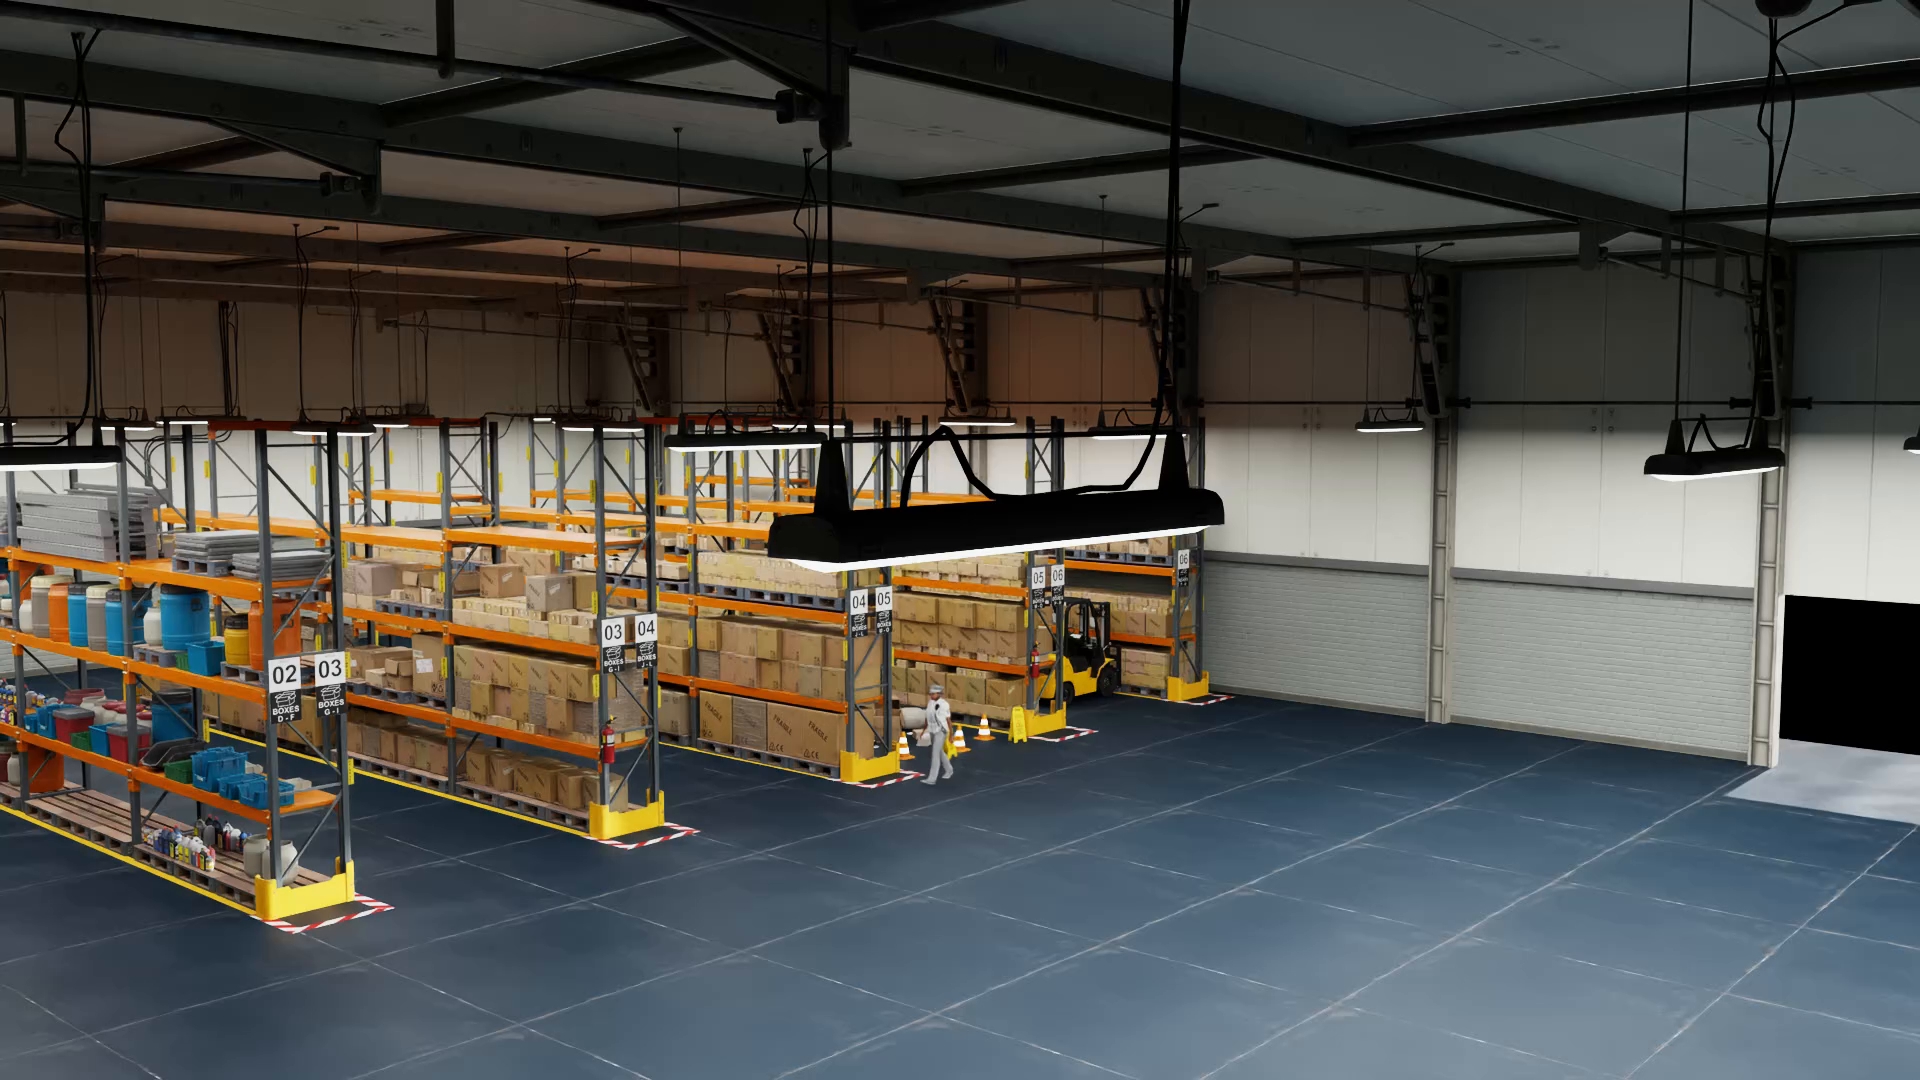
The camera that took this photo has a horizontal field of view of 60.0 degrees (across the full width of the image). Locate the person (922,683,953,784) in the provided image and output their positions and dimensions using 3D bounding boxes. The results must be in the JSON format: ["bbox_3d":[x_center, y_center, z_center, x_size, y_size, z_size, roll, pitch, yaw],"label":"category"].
[{"bbox_3d":[-0.345,3.197,27.663,0.608,1.658,0.503,-2,5,-20],"label":"person"}]
